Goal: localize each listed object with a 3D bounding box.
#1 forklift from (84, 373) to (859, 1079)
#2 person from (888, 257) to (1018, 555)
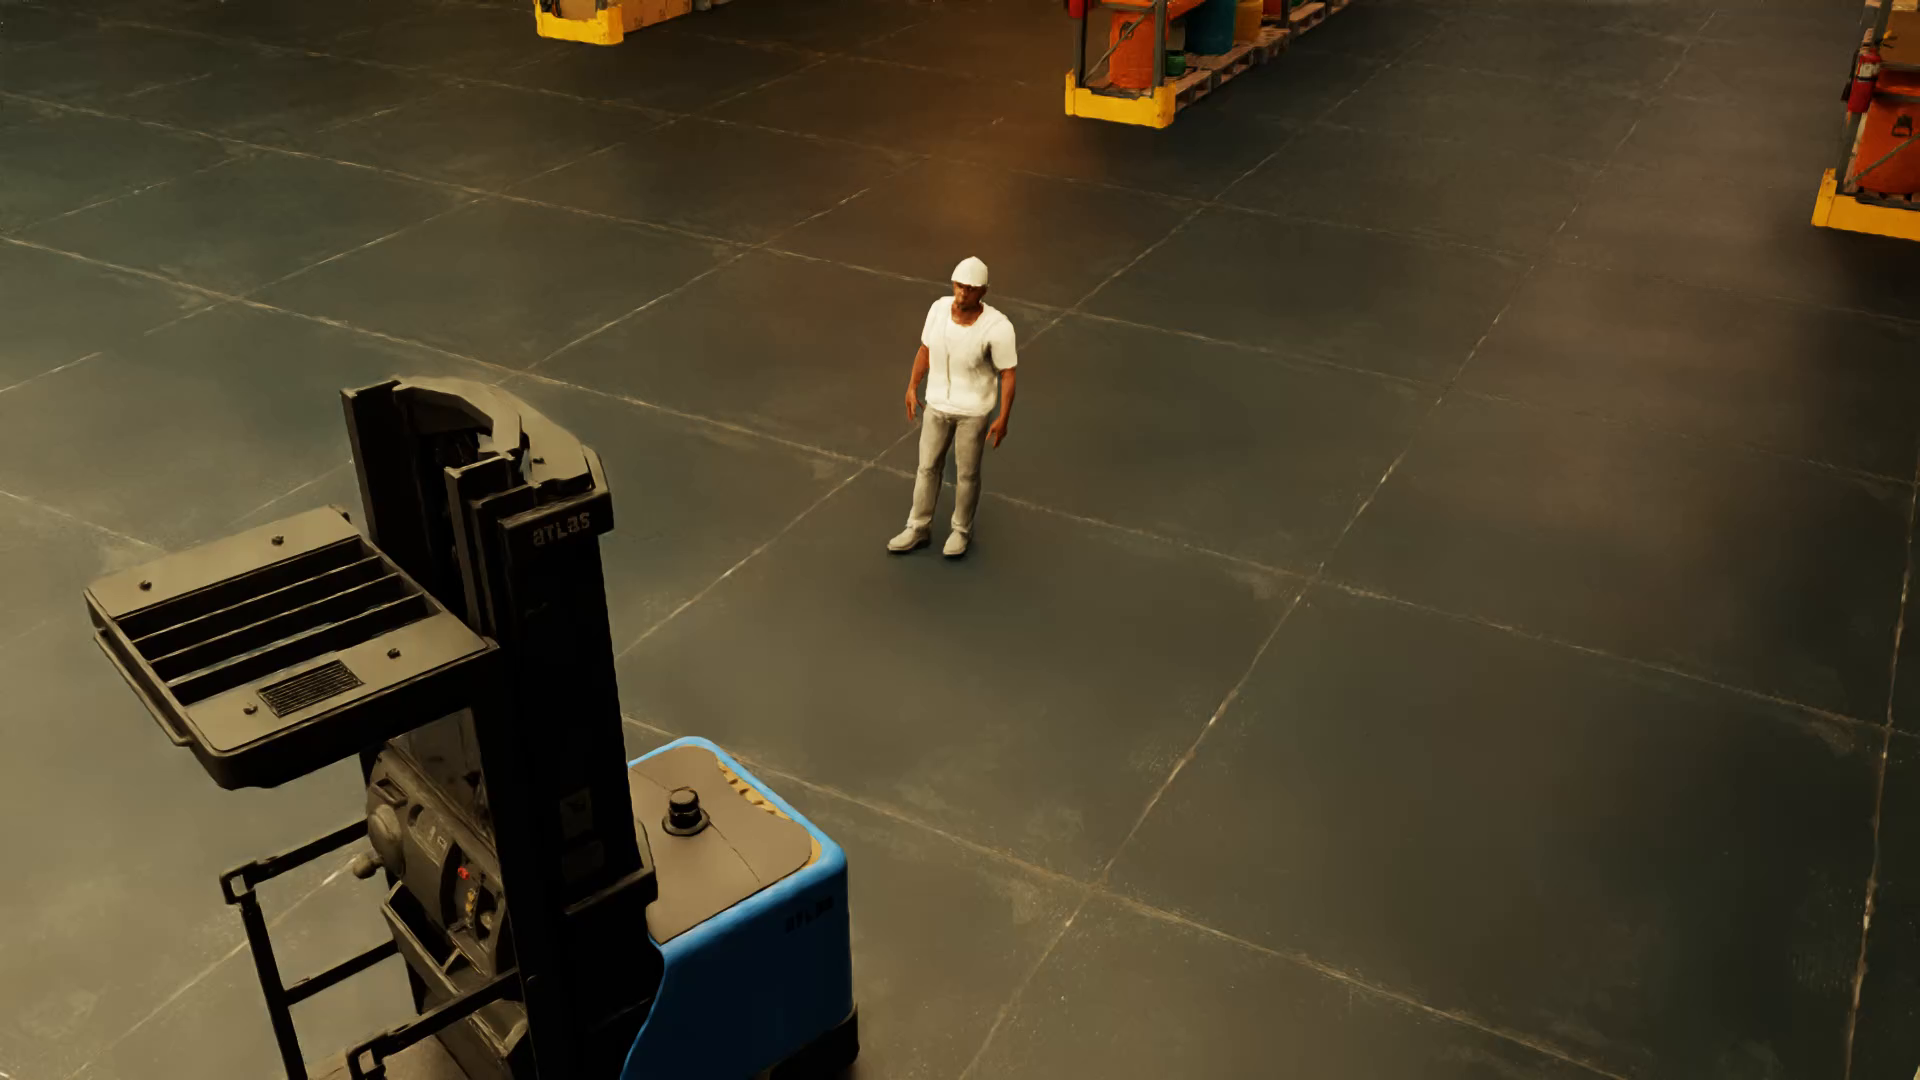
[{"bbox_3d":[-1.835,1.075,5.208,3.031,2.935,1.130,-24,37,-35],"label":"forklift"},{"bbox_3d":[-0.038,-0.742,9.507,0.665,1.766,0.576,15,33,25],"label":"person"}]
